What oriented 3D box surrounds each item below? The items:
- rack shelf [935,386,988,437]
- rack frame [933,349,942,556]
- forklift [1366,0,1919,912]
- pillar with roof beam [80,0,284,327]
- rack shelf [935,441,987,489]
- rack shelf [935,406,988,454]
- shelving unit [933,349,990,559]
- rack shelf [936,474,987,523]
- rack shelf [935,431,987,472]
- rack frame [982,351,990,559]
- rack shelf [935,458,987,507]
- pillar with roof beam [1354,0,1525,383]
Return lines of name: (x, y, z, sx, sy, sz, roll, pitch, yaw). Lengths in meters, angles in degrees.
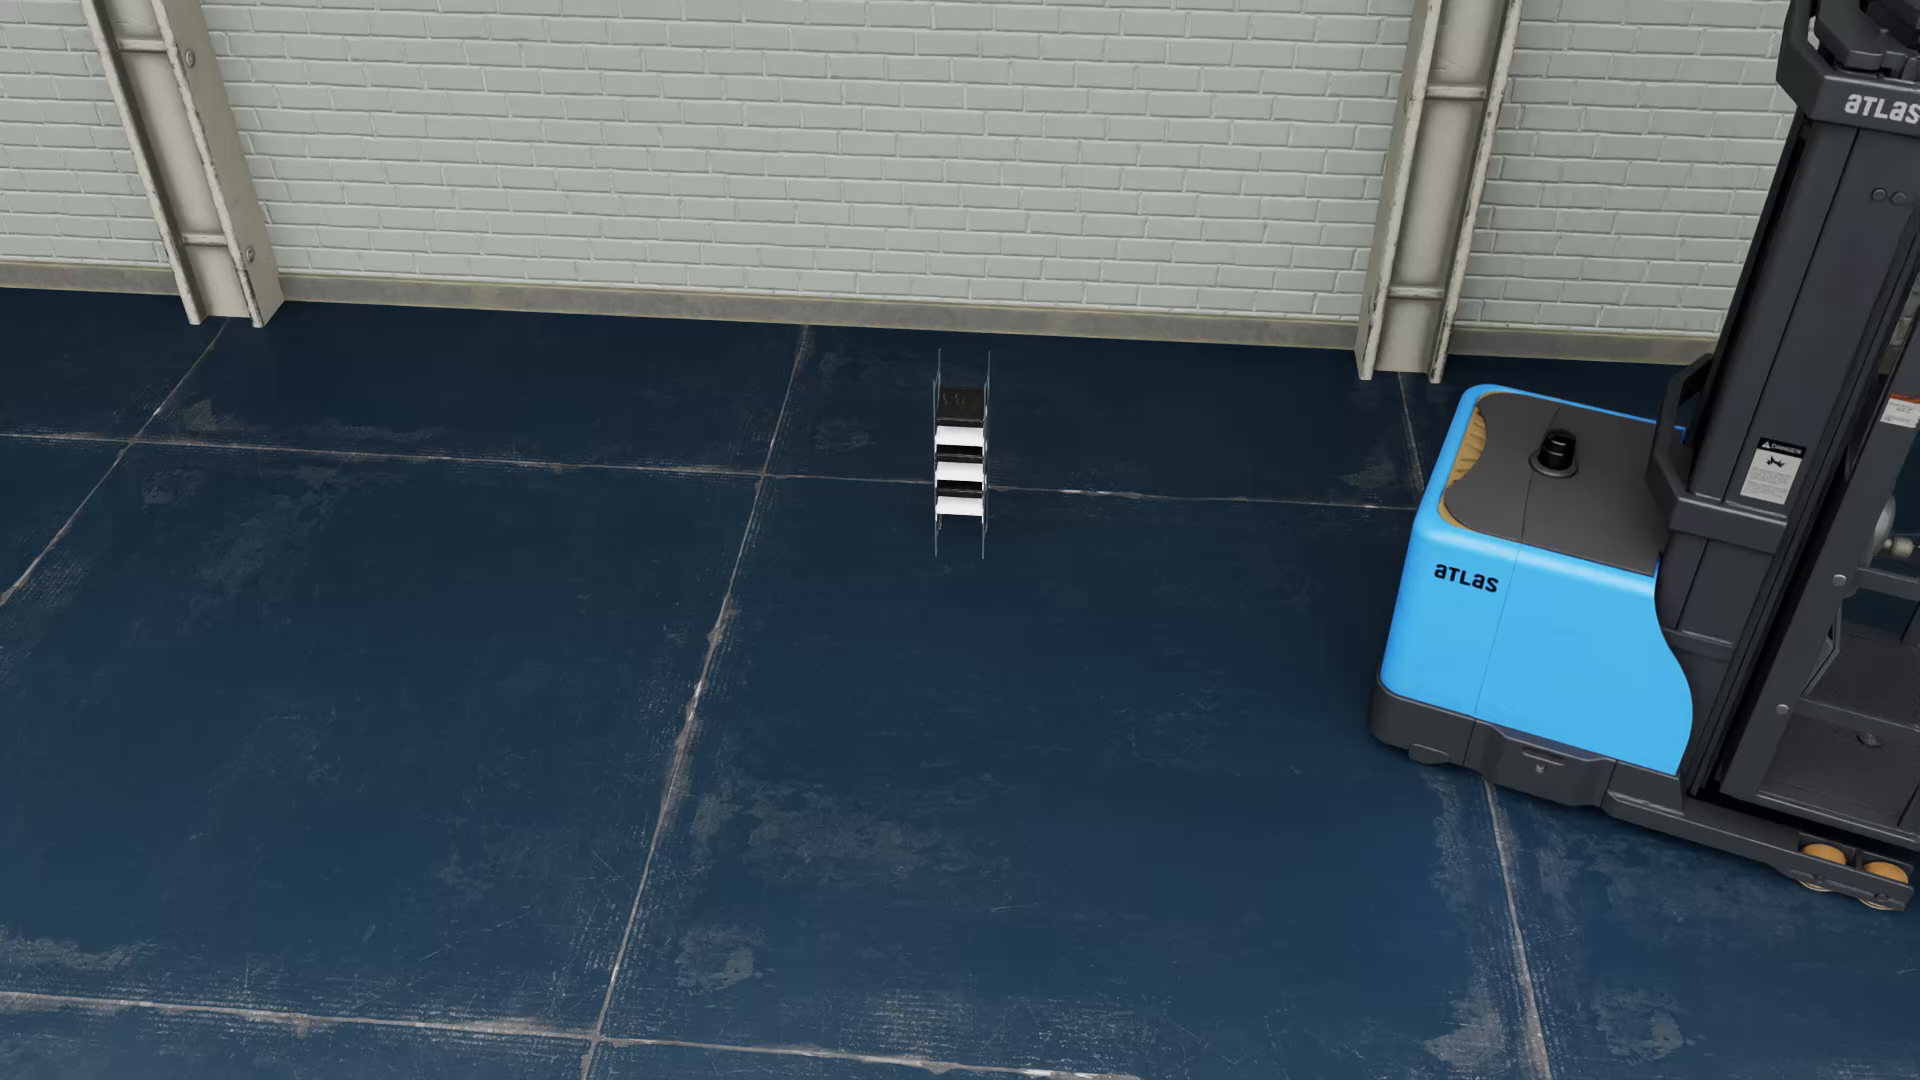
rack shelf: (0.008, -0.532, 6.816, 0.200, 0.077, 0.258, 3, 39, 4)
rack frame: (-0.093, -0.354, 6.972, 0.006, 0.900, 0.240, 3, 39, 4)
forklift: (3.097, -0.256, 5.243, 3.031, 2.935, 1.130, 16, 42, 19)
pillar with roof beam: (-4.160, -1.989, 2.566, 0.400, 9.000, 9.100, 3, 39, 4)
rack shelf: (0.008, -0.323, 6.986, 0.200, 0.077, 0.258, 3, 39, 4)
rack shelf: (0.008, -0.462, 6.873, 0.200, 0.077, 0.258, 3, 39, 4)
shelving unit: (0.008, -0.349, 6.965, 0.210, 0.900, 0.258, 3, 39, 4)
rack shelf: (0.008, -0.183, 7.100, 0.200, 0.077, 0.258, 3, 39, 4)
rack shelf: (0.008, -0.393, 6.930, 0.200, 0.077, 0.258, 3, 39, 4)
rack frame: (0.109, -0.343, 6.959, 0.006, 0.900, 0.240, 3, 39, 4)
rack shelf: (0.008, -0.253, 7.043, 0.200, 0.077, 0.258, 3, 39, 4)
pillar with roof beam: (1.818, -1.663, 2.164, 0.400, 9.000, 9.100, 3, 39, 4)
